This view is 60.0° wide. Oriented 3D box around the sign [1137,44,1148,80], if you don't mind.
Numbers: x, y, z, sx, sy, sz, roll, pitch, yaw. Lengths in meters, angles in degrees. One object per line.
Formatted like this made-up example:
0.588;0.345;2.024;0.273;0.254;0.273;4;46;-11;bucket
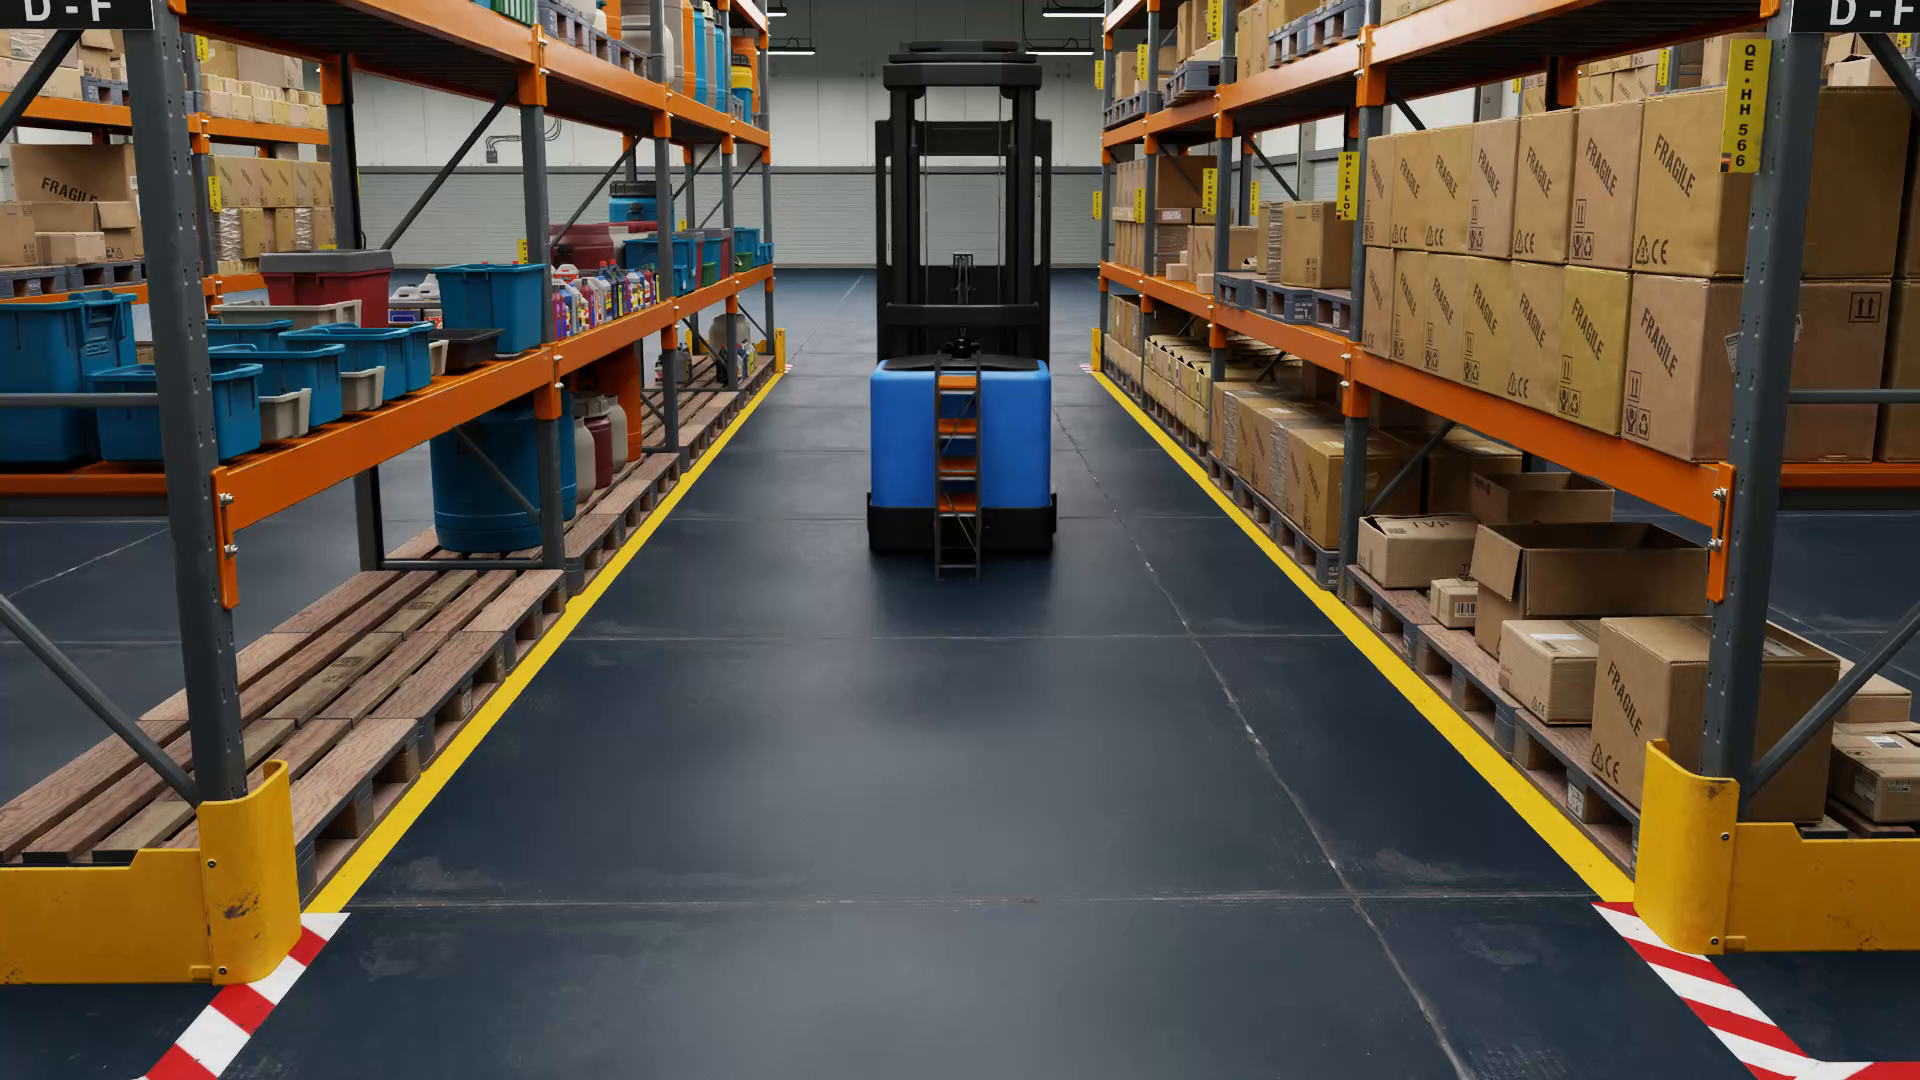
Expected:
1.725;-4.511;15.704;0.100;0.325;0.005;0;11;-1;sign

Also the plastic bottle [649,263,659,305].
-2.155;-1.800;11.683;0.061;0.283;0.133;0;11;-1;plastic bottle

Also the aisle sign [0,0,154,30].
-2.126;-1.607;3.897;0.394;0.787;0.004;0;11;-1;aisle sign

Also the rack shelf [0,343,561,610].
-2.466;-0.391;6.251;1.077;0.370;4.000;0;11;-1;rack shelf

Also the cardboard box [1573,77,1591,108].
6.930;-4.712;17.895;0.500;0.500;0.500;0;11;2;cardboard box

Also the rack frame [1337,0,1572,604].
2.446;-1.161;8.236;1.000;3.000;0.127;0;11;-1;rack frame

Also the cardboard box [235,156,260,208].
-7.391;-3.586;16.675;0.500;0.500;0.500;0;11;-1;cardboard box

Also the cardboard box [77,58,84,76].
-7.485;-3.900;13.726;0.380;0.166;0.250;-1;11;-3;cardboard box

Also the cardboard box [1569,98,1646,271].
2.233;-1.092;5.133;0.500;0.500;0.500;0;11;0;cardboard box

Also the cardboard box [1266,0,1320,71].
2.427;-3.184;10.411;0.910;0.500;0.500;0;11;-1;cardboard box

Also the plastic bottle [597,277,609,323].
-2.134;-1.425;9.862;0.097;0.271;0.097;0;11;0;plastic bottle

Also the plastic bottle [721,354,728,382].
-2.381;-1.744;16.839;0.061;0.283;0.133;0;11;-1;plastic bottle

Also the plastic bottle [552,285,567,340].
-2.091;-1.185;8.650;0.061;0.283;0.133;0;11;-1;plastic bottle

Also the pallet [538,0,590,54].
-2.621;-2.674;8.626;1.213;0.211;1.003;0;11;-1;pallet

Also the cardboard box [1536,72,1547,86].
6.875;-5.409;18.813;0.500;0.500;0.500;0;11;-2;cardboard box

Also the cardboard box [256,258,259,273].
-7.331;-2.831;17.100;0.380;0.149;0.250;0;11;-1;cardboard box

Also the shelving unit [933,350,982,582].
-0.010;-0.414;9.081;0.258;1.200;0.503;0;11;1;shelving unit

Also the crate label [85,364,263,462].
-2.100;-0.344;4.479;0.416;0.233;0.303;0;11;-1;crate label

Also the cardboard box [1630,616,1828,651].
2.780;0.458;6.065;0.500;0.250;0.500;0;11;-1;cardboard box

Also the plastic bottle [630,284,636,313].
-2.154;-1.575;10.779;0.097;0.201;0.097;0;11;0;plastic bottle

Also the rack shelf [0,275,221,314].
-7.583;-1.961;13.990;1.077;0.370;4.000;0;11;-1;rack shelf

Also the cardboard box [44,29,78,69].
-7.318;-3.975;13.056;0.500;0.500;0.500;-1;11;-3;cardboard box

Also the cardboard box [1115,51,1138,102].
1.959;-5.008;17.997;0.500;0.500;0.500;0;11;-1;cardboard box

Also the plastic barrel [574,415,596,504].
-2.438;-0.489;10.127;0.421;0.512;0.421;0;11;0;plastic barrel

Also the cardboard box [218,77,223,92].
-7.396;-4.421;16.139;0.380;0.149;0.250;-1;11;-4;cardboard box

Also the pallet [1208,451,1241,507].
2.341;-0.441;11.700;1.003;0.211;1.213;0;11;-1;pallet

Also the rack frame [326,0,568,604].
-2.507;-1.141;8.139;1.000;3.000;0.127;0;11;-1;rack frame

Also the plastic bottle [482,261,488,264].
-2.876;-1.517;10.118;0.144;0.351;0.185;0;11;-1;plastic bottle

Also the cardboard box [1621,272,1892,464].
2.247;-0.502;4.740;0.500;0.500;0.500;0;11;1;cardboard box

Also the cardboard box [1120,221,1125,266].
2.210;-3.398;19.012;0.700;0.500;0.500;0;11;0;cardboard box

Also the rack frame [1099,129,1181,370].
2.198;-3.546;19.994;1.000;3.000;0.127;0;11;-1;rack frame

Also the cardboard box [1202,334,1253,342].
2.575;-1.805;15.860;0.500;0.311;0.500;0;11;-1;cardboard box

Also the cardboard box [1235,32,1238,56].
2.297;-3.648;12.274;0.500;0.250;0.500;-1;12;-5;cardboard box

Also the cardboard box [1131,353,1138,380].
2.052;-1.800;17.246;0.500;0.250;0.500;0;11;-1;cardboard box

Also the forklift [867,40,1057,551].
0.025;-1.615;10.647;1.130;2.935;3.031;0;11;1;forklift

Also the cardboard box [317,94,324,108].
-7.386;-4.938;18.685;0.380;0.149;0.250;-1;11;-4;cardboard box

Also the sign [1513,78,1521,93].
6.608;-5.463;19.702;0.100;0.325;0.005;0;11;-1;sign

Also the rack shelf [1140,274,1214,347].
2.322;-2.001;14.187;1.077;0.370;4.000;0;11;-1;rack shelf

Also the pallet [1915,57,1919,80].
7.382;-3.227;11.350;1.213;0.211;1.003;0;11;1;pallet

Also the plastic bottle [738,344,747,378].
-2.278;-1.848;17.182;0.144;0.351;0.185;-1;11;-4;plastic bottle

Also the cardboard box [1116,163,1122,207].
2.196;-4.128;19.345;0.700;0.500;0.500;0;11;-1;cardboard box

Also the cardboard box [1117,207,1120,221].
2.002;-3.732;19.028;0.380;0.149;0.250;0;11;-1;cardboard box

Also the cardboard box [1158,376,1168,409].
2.064;-1.323;14.898;0.500;0.250;0.500;-1;11;-3;cardboard box

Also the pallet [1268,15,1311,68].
2.478;-2.875;9.613;1.213;0.211;1.003;0;11;-1;pallet

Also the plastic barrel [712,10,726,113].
-2.445;-4.347;15.136;0.600;0.901;0.708;0;11;-1;plastic barrel

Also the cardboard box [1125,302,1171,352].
2.039;-2.267;17.662;0.500;0.500;0.500;0;11;-1;cardboard box

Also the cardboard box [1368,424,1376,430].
2.654;-0.454;9.932;0.500;0.500;0.500;0;11;0;cardboard box

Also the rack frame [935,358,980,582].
-0.013;-0.365;8.842;0.240;1.200;0.015;0;11;1;rack frame

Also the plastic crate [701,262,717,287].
-2.354;-2.282;14.298;0.450;0.188;0.662;0;11;-1;plastic crate

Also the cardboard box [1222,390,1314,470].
2.103;-0.751;11.395;0.500;0.500;0.500;-1;11;-3;cardboard box

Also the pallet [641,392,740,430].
-2.617;-1.209;15.487;1.003;0.211;1.213;0;11;-1;pallet

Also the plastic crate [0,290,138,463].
-2.618;-0.458;4.535;0.616;0.435;0.499;0;11;-1;plastic crate

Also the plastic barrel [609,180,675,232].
-2.967;-2.899;15.543;0.600;0.901;0.708;0;11;-1;plastic barrel

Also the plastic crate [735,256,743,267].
-2.556;-2.806;16.500;0.767;0.338;0.504;0;11;-1;plastic crate

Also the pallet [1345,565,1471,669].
2.459;0.343;7.840;1.003;0.211;1.213;0;11;-1;pallet
